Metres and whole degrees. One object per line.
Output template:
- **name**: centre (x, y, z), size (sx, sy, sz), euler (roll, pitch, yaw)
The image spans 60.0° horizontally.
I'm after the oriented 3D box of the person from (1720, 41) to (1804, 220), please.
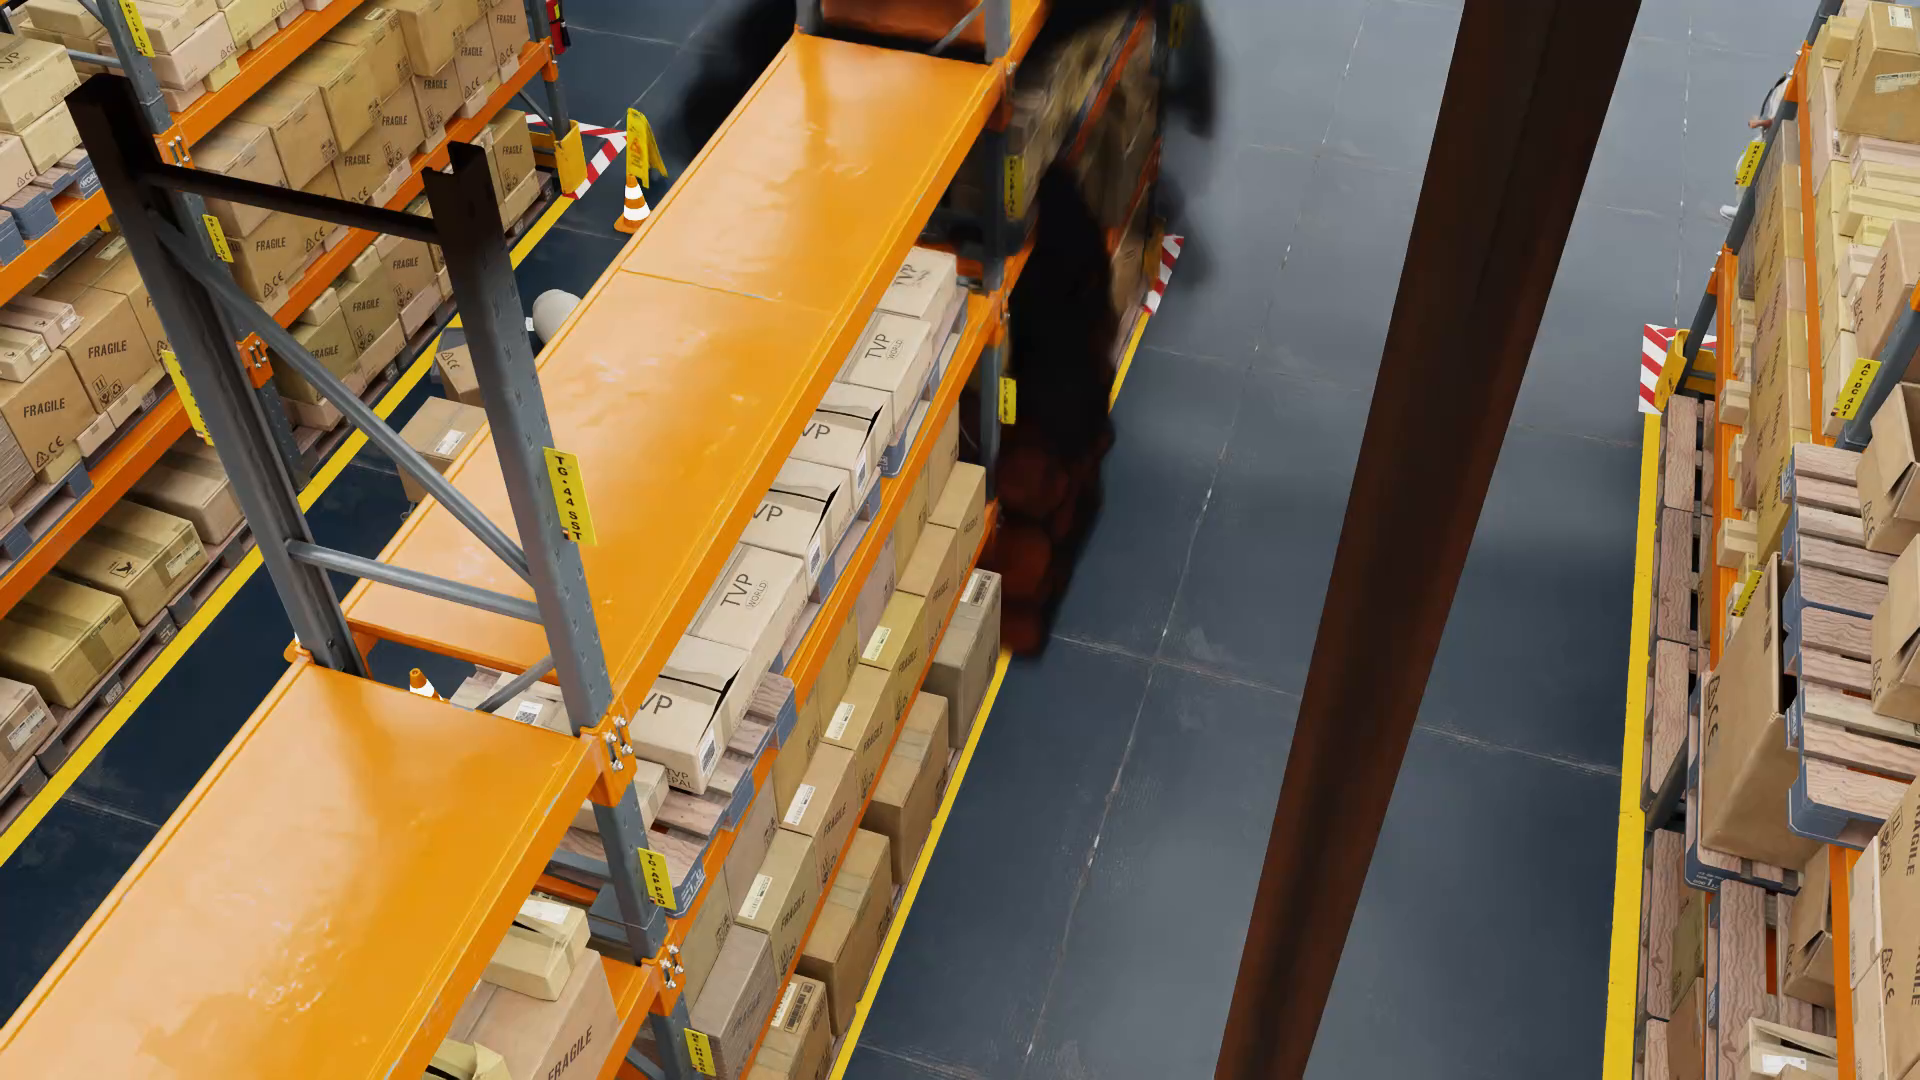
- **person**: centre (6.236, -3.026, 12.556), size (0.583, 1.661, 0.627), euler (-20, 49, -18)
